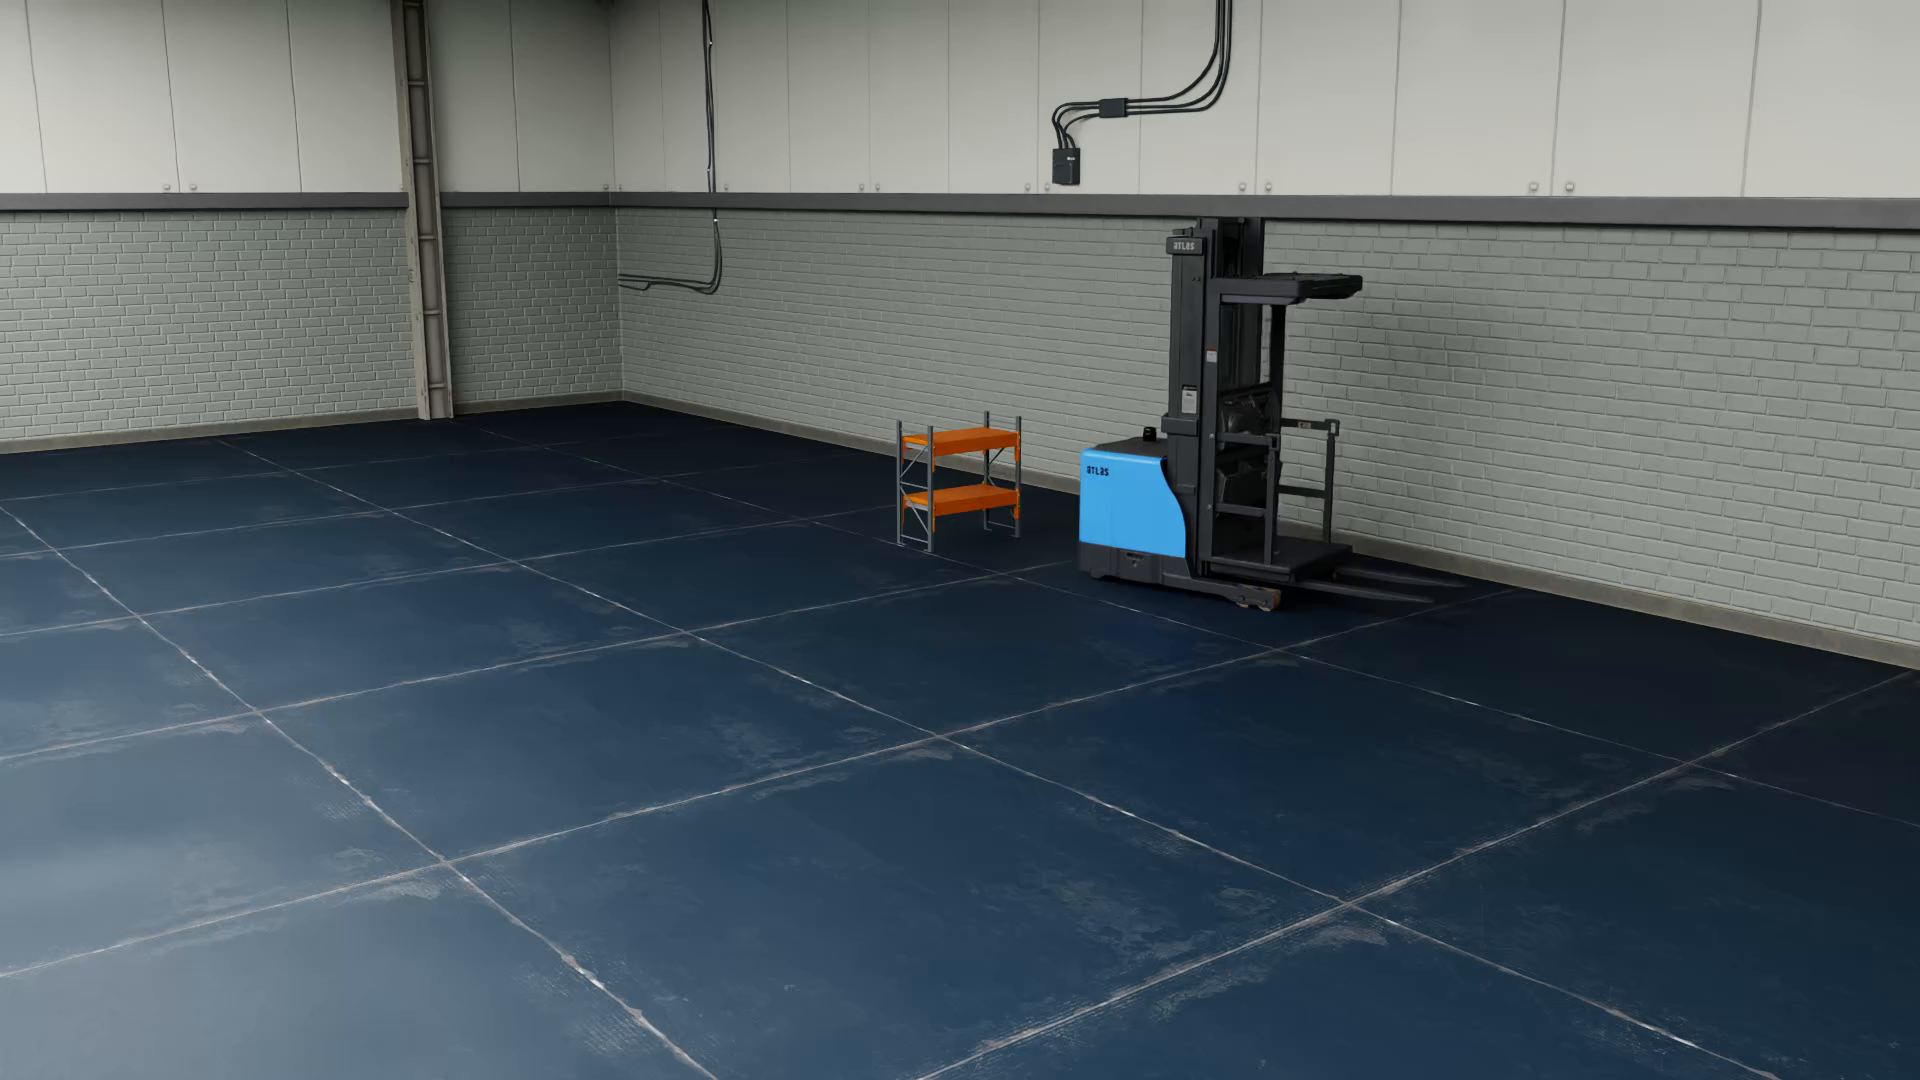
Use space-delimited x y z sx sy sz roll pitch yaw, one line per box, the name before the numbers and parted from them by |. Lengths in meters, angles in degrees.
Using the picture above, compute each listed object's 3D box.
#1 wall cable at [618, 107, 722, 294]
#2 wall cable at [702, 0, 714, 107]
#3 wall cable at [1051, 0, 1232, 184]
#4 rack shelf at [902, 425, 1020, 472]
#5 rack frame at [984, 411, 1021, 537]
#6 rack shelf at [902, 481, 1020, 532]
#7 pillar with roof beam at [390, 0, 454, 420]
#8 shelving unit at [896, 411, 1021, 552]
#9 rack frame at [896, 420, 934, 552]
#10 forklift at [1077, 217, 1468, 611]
wall cable | -4.226 -4.768 23.514 0.112 2.526 3.097 -9 15 -38
wall cable | -2.536 -6.799 20.923 0.112 2.526 3.097 -9 15 -38
wall cable | 1.693 -6.408 15.577 0.169 6.003 2.305 -9 15 -38
rack shelf | -0.005 -0.836 15.068 1.000 0.278 0.538 -9 15 -38
rack frame | 0.392 -0.615 15.440 0.032 1.125 0.500 -9 15 -38
rack shelf | -0.005 -0.310 15.180 1.000 0.278 0.538 -9 15 -38
pillar with roof beam | -4.663 -5.421 19.113 0.400 9.000 9.100 -9 15 -38
shelving unit | -0.005 -0.549 15.129 1.048 1.125 0.538 -9 15 -38
rack frame | -0.402 -0.483 14.818 0.032 1.125 0.500 -9 15 -38
forklift | 2.442 -1.013 12.965 3.031 2.935 1.130 9 15 37
